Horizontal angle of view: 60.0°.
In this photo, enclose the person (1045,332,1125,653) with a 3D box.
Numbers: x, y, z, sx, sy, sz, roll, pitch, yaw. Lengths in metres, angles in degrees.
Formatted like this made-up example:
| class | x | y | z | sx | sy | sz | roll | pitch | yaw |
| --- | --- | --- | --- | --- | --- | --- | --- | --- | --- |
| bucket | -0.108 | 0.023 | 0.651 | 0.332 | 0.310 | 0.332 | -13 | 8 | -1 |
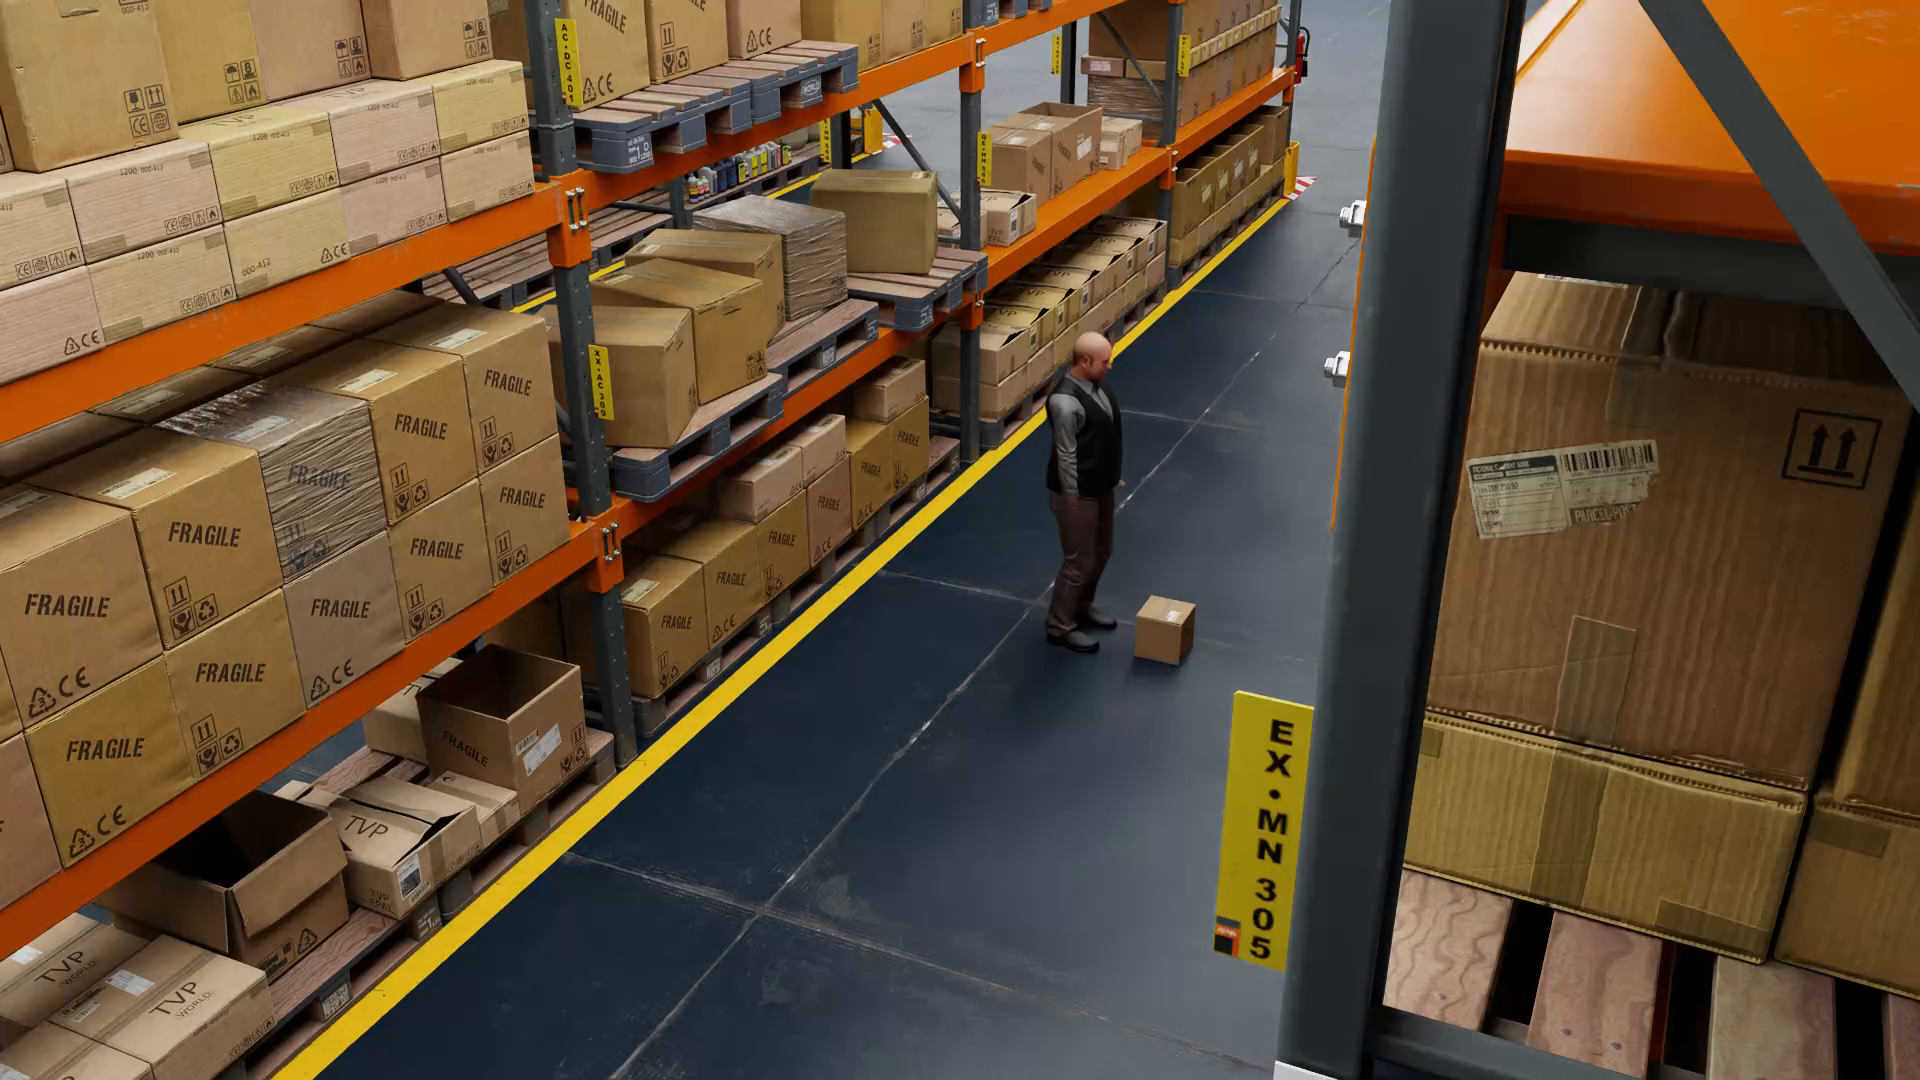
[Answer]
| class | x | y | z | sx | sy | sz | roll | pitch | yaw |
| --- | --- | --- | --- | --- | --- | --- | --- | --- | --- |
| person | 0.654 | -0.217 | 8.737 | 0.355 | 1.598 | 0.534 | 12 | 28 | 23 |
